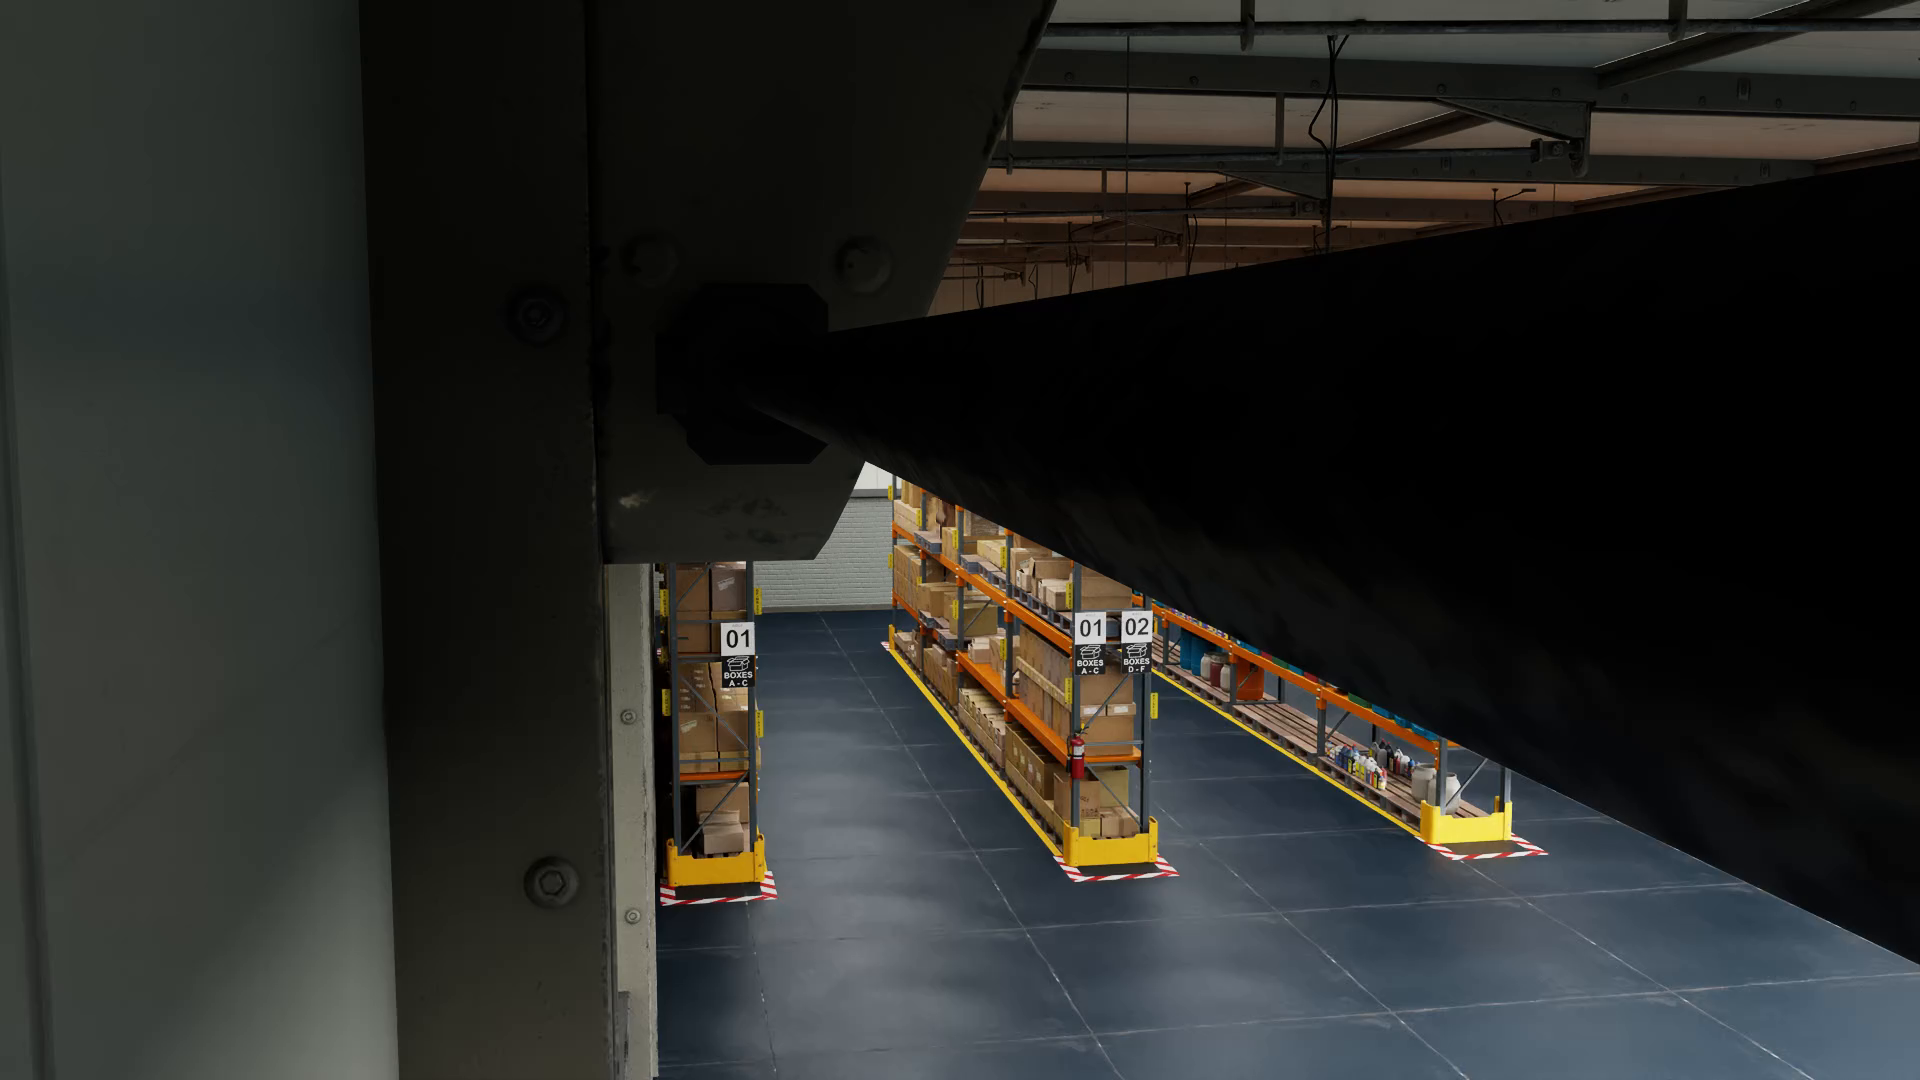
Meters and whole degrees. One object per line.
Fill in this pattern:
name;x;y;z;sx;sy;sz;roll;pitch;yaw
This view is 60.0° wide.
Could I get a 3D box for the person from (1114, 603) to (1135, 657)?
person;3.154;1.756;32.017;0.605;1.696;0.764;-2;6;-16
